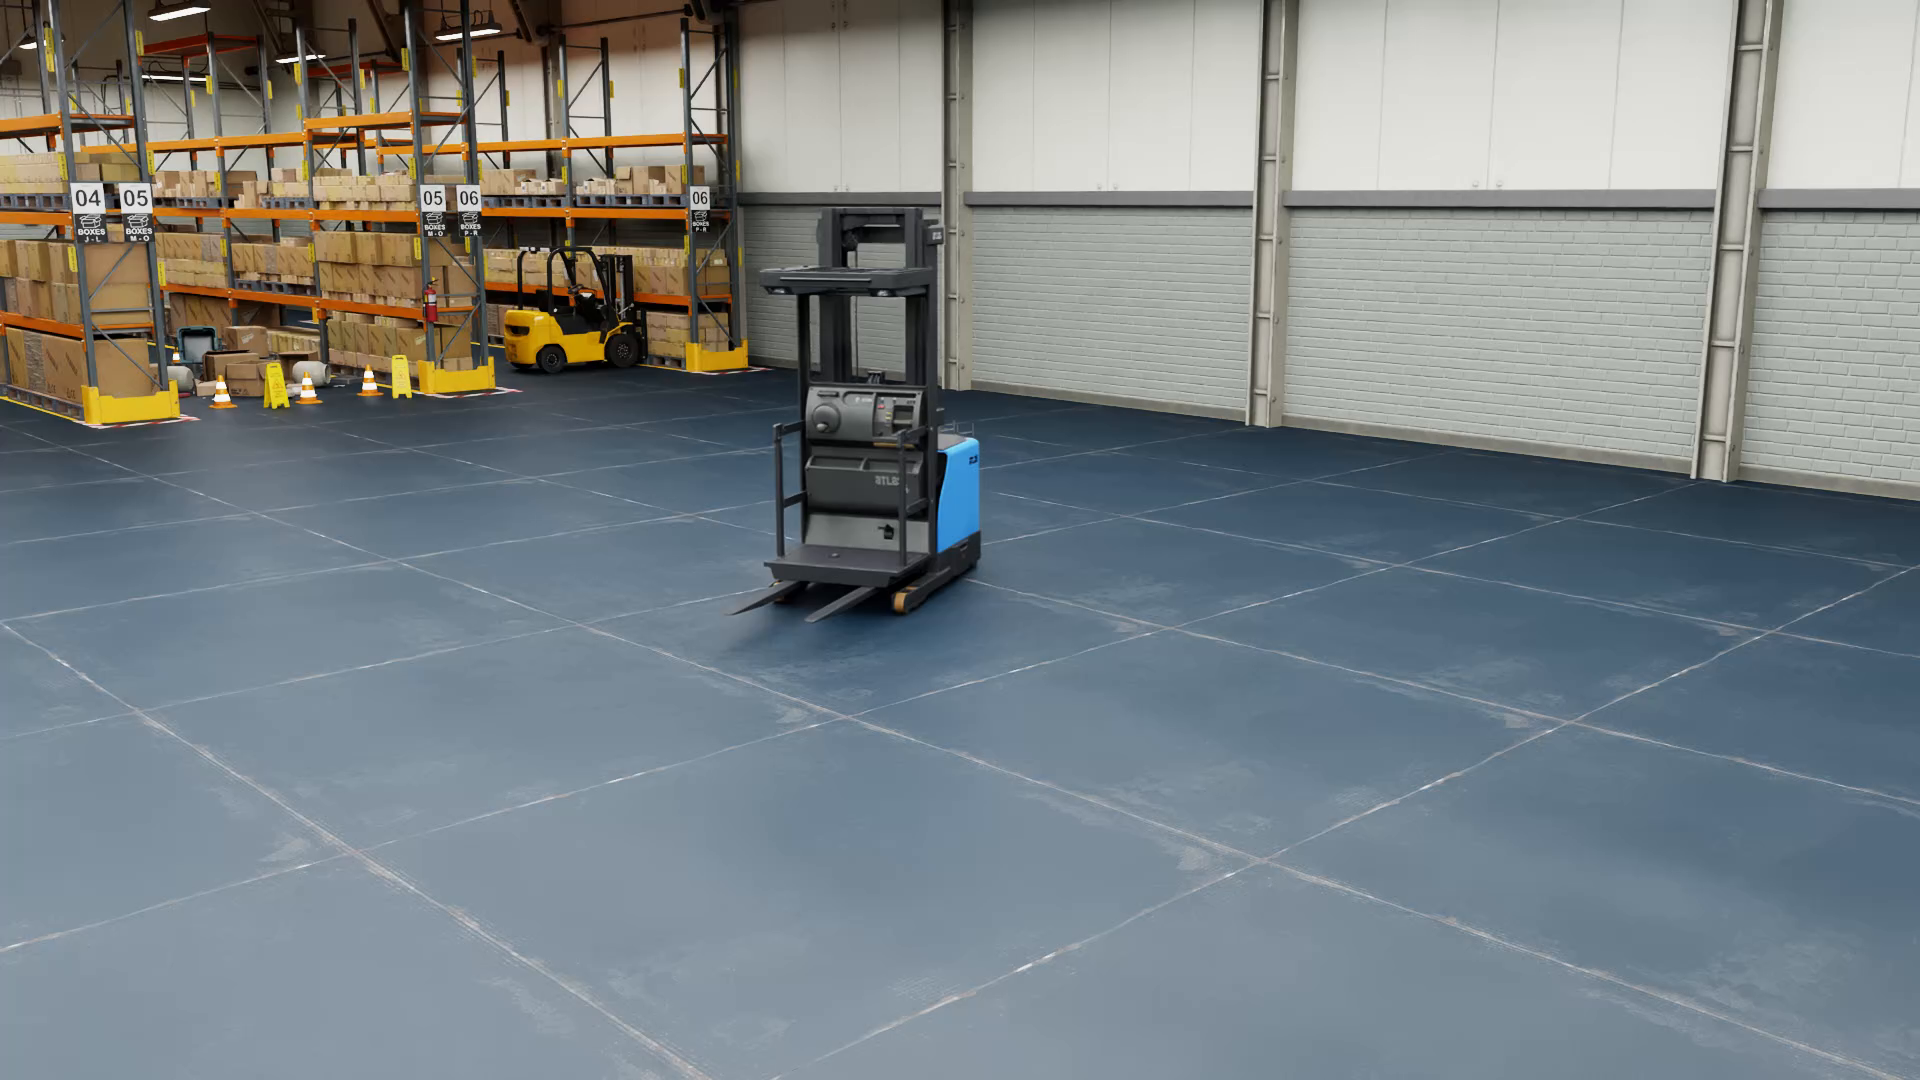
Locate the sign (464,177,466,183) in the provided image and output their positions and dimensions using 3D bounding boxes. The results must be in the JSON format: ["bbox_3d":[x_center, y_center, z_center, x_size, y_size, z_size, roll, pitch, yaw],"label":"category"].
[{"bbox_3d":[-10.279,-7.354,34.458,0.100,0.325,0.005,-11,16,-43],"label":"sign"}]

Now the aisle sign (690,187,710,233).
[{"bbox_3d":[-4.528,-5.762,29.003,0.394,0.787,0.004,-11,16,-43],"label":"aisle sign"}]

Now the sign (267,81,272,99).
[{"bbox_3d":[-13.087,-8.526,31.484,0.100,0.325,0.005,-11,16,-43],"label":"sign"}]

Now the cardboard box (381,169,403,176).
[{"bbox_3d":[-12.692,-8.147,37.160,0.396,0.266,0.258,-11,16,-43],"label":"cardboard box"}]

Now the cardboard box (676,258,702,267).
[{"bbox_3d":[-4.803,-4.918,29.492,0.380,0.149,0.250,-11,16,-42],"label":"cardboard box"}]

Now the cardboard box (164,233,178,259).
[{"bbox_3d":[-15.768,-5.962,33.693,0.500,0.500,0.500,-11,16,-43],"label":"cardboard box"}]

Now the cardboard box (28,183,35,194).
[{"bbox_3d":[-12.810,-4.930,23.308,0.380,0.149,0.250,-11,16,-42],"label":"cardboard box"}]

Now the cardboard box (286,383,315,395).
[{"bbox_3d":[-10.314,-2.361,26.000,0.380,0.149,0.250,-3,12,-13],"label":"cardboard box"}]

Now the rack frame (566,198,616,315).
[{"bbox_3d":[-7.123,-5.123,32.344,1.000,3.000,0.127,-11,16,-43],"label":"rack frame"}]

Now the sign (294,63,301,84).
[{"bbox_3d":[-11.108,-7.826,27.889,0.100,0.325,0.005,-11,16,-43],"label":"sign"}]

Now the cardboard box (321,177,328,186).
[{"bbox_3d":[-10.529,-6.042,28.018,0.380,0.149,0.250,-10,15,-41],"label":"cardboard box"}]

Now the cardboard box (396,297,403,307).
[{"bbox_3d":[-8.778,-3.811,26.597,0.380,0.149,0.250,-11,16,-44],"label":"cardboard box"}]

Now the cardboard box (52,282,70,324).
[{"bbox_3d":[-12.143,-3.341,23.323,0.875,0.550,0.550,-11,16,-43],"label":"cardboard box"}]

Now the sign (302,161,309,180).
[{"bbox_3d":[-11.110,-6.268,28.212,0.100,0.325,0.005,-11,16,-43],"label":"sign"}]

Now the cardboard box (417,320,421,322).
[{"bbox_3d":[-9.402,-3.460,28.187,0.500,0.500,0.500,-10,15,-40],"label":"cardboard box"}]

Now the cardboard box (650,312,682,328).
[{"bbox_3d":[-5.261,-3.985,30.118,0.500,0.250,0.500,-11,16,-42],"label":"cardboard box"}]

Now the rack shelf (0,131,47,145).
[{"bbox_3d":[-15.602,-6.408,26.489,1.077,0.370,4.000,-11,16,-43],"label":"rack shelf"}]

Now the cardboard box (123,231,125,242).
[{"bbox_3d":[-17.464,-6.316,35.407,0.500,0.500,0.500,-11,16,-42],"label":"cardboard box"}]

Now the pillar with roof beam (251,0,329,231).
[{"bbox_3d":[-19.734,-9.732,39.847,9.100,9.000,0.548,-11,16,-43],"label":"pillar with roof beam"}]

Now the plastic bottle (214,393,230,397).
[{"bbox_3d":[-11.379,-2.230,25.586,0.283,0.061,0.133,6,13,26],"label":"plastic bottle"}]

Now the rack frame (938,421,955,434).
[{"bbox_3d":[-0.121,-0.540,14.930,0.200,1.050,0.008,-11,16,-43],"label":"rack frame"}]

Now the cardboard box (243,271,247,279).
[{"bbox_3d":[-13.212,-4.978,31.222,0.250,0.149,0.380,11,16,42],"label":"cardboard box"}]

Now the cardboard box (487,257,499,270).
[{"bbox_3d":[-9.411,-5.706,34.308,0.500,0.250,0.500,-10,15,-41],"label":"cardboard box"}]

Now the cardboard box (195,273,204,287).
[{"bbox_3d":[-14.710,-5.127,32.735,0.500,0.250,0.500,-11,16,-43],"label":"cardboard box"}]

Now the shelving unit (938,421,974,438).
[{"bbox_3d":[-0.037,-0.522,14.843,0.215,1.050,0.252,-11,16,-43],"label":"shelving unit"}]

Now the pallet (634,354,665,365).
[{"bbox_3d":[-5.758,-3.457,31.170,1.003,0.211,1.213,-11,16,-43],"label":"pallet"}]

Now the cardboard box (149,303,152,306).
[{"bbox_3d":[-18.470,-5.051,37.301,0.875,0.438,0.875,11,16,43],"label":"cardboard box"}]

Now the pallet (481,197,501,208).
[{"bbox_3d":[-9.352,-6.997,34.474,1.213,0.211,1.003,-10,15,-40],"label":"pallet"}]

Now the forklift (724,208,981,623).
[{"bbox_3d":[-0.798,-0.979,12.402,1.130,2.935,3.031,4,12,19],"label":"forklift"}]

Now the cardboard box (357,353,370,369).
[{"bbox_3d":[-9.753,-3.013,27.874,0.500,0.250,0.500,-11,16,-43],"label":"cardboard box"}]

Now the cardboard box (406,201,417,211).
[{"bbox_3d":[-8.397,-5.206,25.937,0.380,0.149,0.250,-11,16,-42],"label":"cardboard box"}]

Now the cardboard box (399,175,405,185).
[{"bbox_3d":[-8.546,-5.635,26.042,0.380,0.149,0.250,-11,16,-42],"label":"cardboard box"}]

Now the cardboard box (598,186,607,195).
[{"bbox_3d":[-6.502,-6.504,30.947,0.380,0.149,0.250,-10,15,-41],"label":"cardboard box"}]

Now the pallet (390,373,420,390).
[{"bbox_3d":[-8.536,-2.616,27.086,1.003,0.211,1.213,-11,16,-43],"label":"pallet"}]

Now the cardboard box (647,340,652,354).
[{"bbox_3d":[-5.589,-3.571,30.584,0.500,0.250,0.500,-11,16,-42],"label":"cardboard box"}]

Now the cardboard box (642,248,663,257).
[{"bbox_3d":[-5.532,-5.210,30.173,0.380,0.149,0.250,-10,16,-41],"label":"cardboard box"}]

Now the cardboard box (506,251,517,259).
[{"bbox_3d":[-8.980,-5.799,33.770,0.380,0.149,0.250,-10,16,-41],"label":"cardboard box"}]

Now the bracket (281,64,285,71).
[{"bbox_3d":[-17.164,-12.106,42.450,0.235,0.232,0.430,-11,16,-43],"label":"bracket"}]

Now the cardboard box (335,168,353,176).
[{"bbox_3d":[-11.176,-6.490,29.635,0.500,0.250,0.500,-11,16,-44],"label":"cardboard box"}]

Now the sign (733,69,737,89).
[{"bbox_3d":[-3.955,-8.089,29.166,0.100,0.325,0.005,-11,16,-43],"label":"sign"}]

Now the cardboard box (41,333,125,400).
[{"bbox_3d":[-12.584,-2.526,23.961,0.875,0.875,0.875,-11,16,-43],"label":"cardboard box"}]

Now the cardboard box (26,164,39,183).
[{"bbox_3d":[-12.690,-5.118,23.230,0.500,0.250,0.500,-11,16,-43],"label":"cardboard box"}]

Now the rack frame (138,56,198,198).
[{"bbox_3d":[-16.235,-8.537,34.046,1.000,3.000,0.127,-11,16,-43],"label":"rack frame"}]

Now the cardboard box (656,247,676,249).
[{"bbox_3d":[-5.486,-5.360,30.903,0.380,0.149,0.250,-11,16,-42],"label":"cardboard box"}]

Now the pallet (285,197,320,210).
[{"bbox_3d":[-11.060,-5.913,29.210,1.213,0.211,1.003,-11,16,-43],"label":"pallet"}]

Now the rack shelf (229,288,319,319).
[{"bbox_3d":[-12.092,-4.370,30.474,1.077,0.370,4.000,-11,16,-43],"label":"rack shelf"}]

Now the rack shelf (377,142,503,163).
[{"bbox_3d":[-11.267,-8.389,36.102,1.077,0.370,4.000,-11,16,-43],"label":"rack shelf"}]

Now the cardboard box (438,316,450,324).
[{"bbox_3d":[-11.034,-4.871,36.272,0.500,0.500,0.500,-10,15,-40],"label":"cardboard box"}]

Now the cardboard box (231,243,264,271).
[{"bbox_3d":[-13.330,-5.317,31.260,0.500,0.500,0.500,11,16,44],"label":"cardboard box"}]

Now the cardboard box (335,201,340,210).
[{"bbox_3d":[-10.281,-5.631,27.996,0.380,0.149,0.250,-11,16,-43],"label":"cardboard box"}]

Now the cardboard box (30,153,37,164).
[{"bbox_3d":[-12.636,-5.284,23.050,0.380,0.149,0.250,-11,16,-42],"label":"cardboard box"}]

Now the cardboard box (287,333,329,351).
[{"bbox_3d":[-11.574,-3.530,30.084,0.950,0.372,0.625,-10,15,-39],"label":"cardboard box"}]

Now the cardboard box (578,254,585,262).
[{"bbox_3d":[-7.093,-5.407,31.865,0.380,0.149,0.250,-11,16,-43],"label":"cardboard box"}]

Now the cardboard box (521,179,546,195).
[{"bbox_3d":[-8.329,-6.987,32.890,0.500,0.311,0.500,11,16,43],"label":"cardboard box"}]
